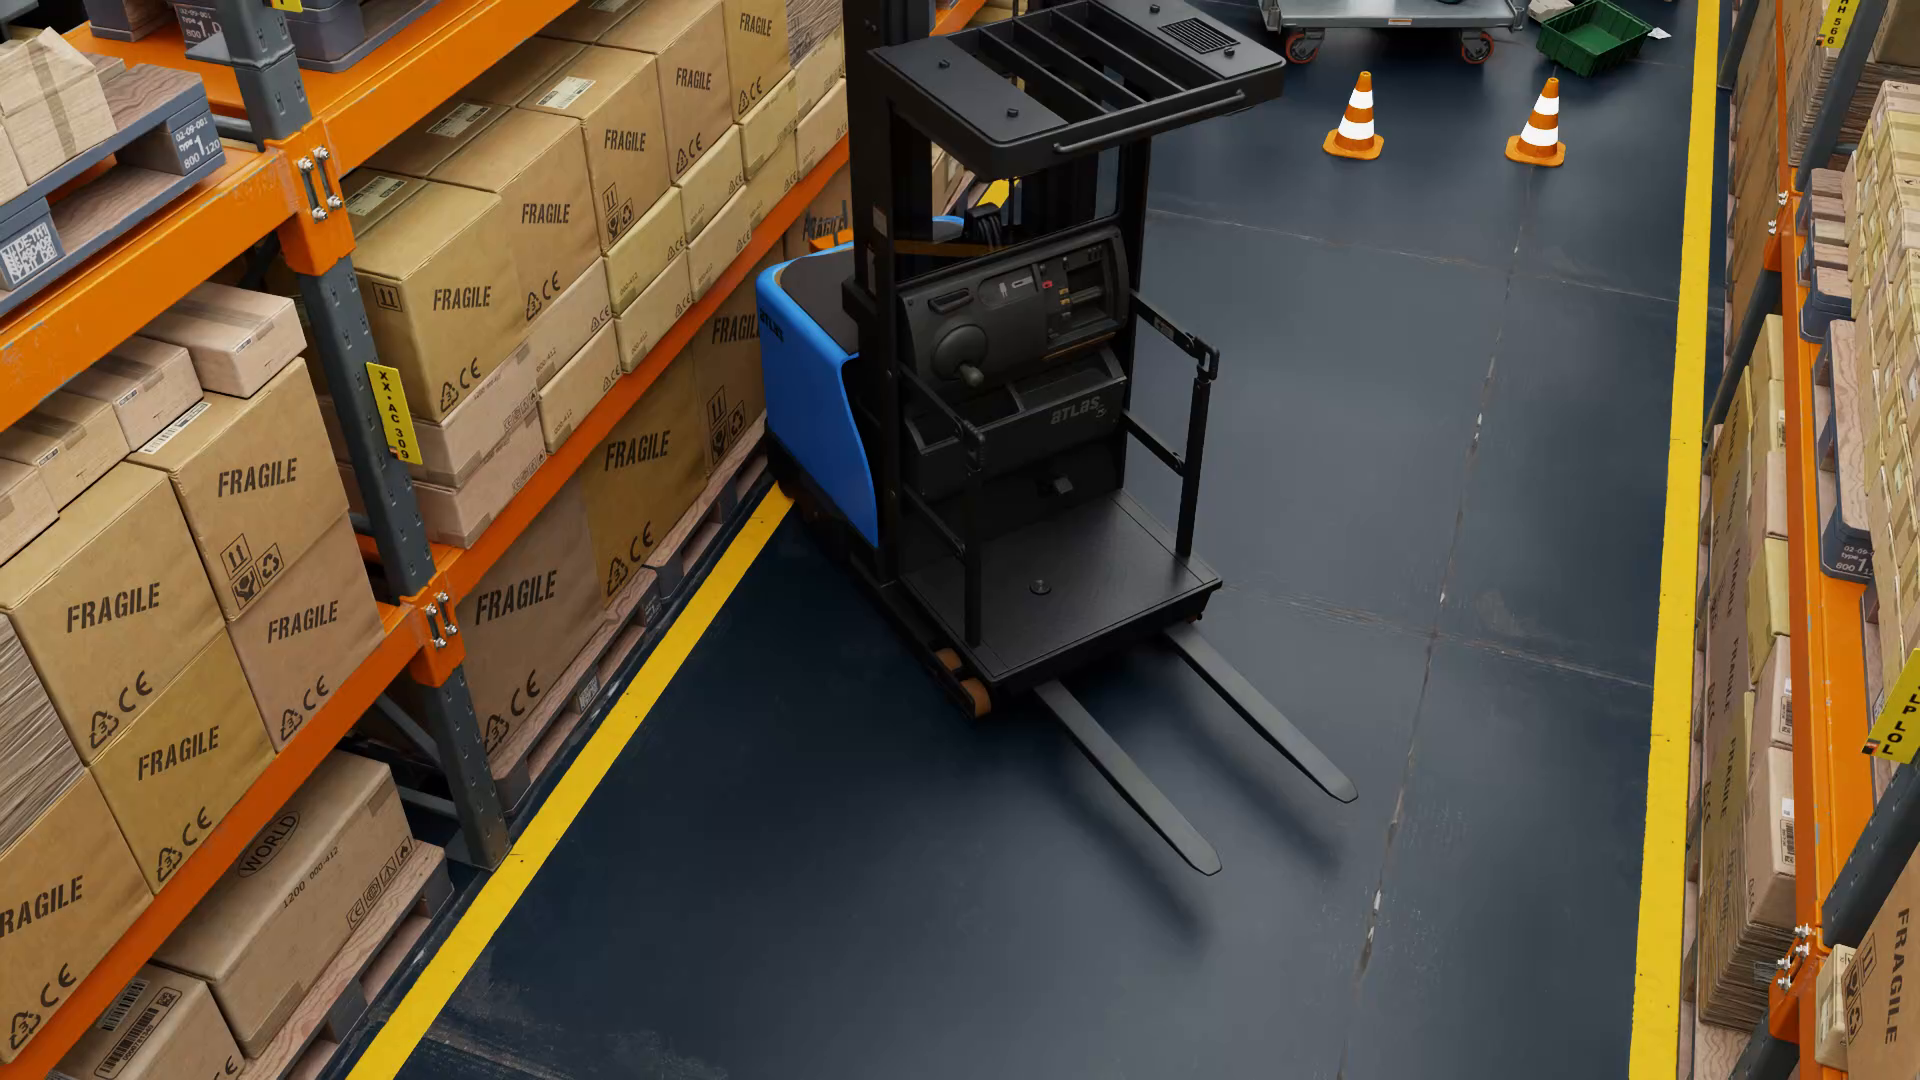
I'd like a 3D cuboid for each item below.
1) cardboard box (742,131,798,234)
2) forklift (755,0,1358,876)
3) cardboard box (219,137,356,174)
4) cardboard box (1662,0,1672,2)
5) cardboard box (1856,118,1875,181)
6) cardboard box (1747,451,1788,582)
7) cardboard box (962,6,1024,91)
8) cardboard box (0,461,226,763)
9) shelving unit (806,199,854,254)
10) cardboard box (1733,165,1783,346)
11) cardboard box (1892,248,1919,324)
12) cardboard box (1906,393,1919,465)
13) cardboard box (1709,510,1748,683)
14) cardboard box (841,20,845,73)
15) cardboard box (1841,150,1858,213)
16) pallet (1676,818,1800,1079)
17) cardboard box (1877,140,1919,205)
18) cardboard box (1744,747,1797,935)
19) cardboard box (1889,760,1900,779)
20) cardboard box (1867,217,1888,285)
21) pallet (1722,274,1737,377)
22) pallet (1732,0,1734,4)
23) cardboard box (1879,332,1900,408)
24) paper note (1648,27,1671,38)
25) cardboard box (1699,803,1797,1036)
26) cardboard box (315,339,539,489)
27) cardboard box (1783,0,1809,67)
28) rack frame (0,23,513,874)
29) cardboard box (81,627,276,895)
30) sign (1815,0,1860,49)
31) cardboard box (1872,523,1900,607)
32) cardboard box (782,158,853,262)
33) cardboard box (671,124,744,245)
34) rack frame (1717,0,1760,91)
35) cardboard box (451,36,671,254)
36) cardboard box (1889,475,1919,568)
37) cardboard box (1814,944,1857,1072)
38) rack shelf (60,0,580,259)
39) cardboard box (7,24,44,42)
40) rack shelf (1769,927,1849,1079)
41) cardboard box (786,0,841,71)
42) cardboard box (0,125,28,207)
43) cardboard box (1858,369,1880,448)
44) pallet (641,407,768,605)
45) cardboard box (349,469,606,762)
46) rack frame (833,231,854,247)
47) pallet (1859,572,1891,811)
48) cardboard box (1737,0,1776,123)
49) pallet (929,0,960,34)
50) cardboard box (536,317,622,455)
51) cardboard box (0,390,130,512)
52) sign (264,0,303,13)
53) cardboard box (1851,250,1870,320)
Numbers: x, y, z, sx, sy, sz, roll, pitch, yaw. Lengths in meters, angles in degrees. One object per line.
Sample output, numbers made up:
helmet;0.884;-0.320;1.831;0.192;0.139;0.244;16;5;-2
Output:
cardboard box;-1.000;-1.509;6.823;0.500;0.250;0.500;13;42;15
forklift;0.328;-0.768;5.891;1.130;2.935;3.031;-22;45;-23
cardboard box;-2.005;-1.175;5.468;0.500;0.500;0.500;14;42;16
cardboard box;4.896;-4.178;11.760;0.500;0.500;0.500;21;45;22
cardboard box;3.608;-1.441;6.268;0.380;0.149;0.250;15;43;17
cardboard box;3.144;-0.033;6.002;0.500;0.250;0.500;14;42;15
cardboard box;-0.012;-2.966;10.117;0.950;0.372;0.625;15;43;17
cardboard box;-2.175;0.127;3.942;0.500;0.500;0.500;13;42;14
shelving unit;-0.510;-1.008;7.611;0.215;1.050;0.252;-23;42;-24
cardboard box;4.255;-1.169;7.719;1.050;0.750;0.750;13;42;14
cardboard box;3.174;-0.763;5.245;0.380;0.149;0.250;15;43;16
cardboard box;2.906;-0.283;4.682;0.380;0.149;0.250;12;42;14
cardboard box;3.141;0.274;6.220;0.500;0.500;0.500;12;42;14
cardboard box;-0.651;-2.332;7.402;0.500;0.250;0.500;13;42;15
cardboard box;3.619;-1.350;6.391;0.380;0.149;0.250;13;42;14
pallet;2.859;1.512;5.315;1.003;0.211;1.213;13;42;15
cardboard box;3.444;-1.252;5.818;0.380;0.149;0.250;13;42;15
cardboard box;2.611;0.922;4.883;0.500;0.250;0.500;12;42;14
cardboard box;2.544;0.576;4.134;0.380;0.149;0.250;12;42;14
cardboard box;3.343;-0.957;5.702;0.380;0.149;0.250;13;42;15
pallet;4.302;-0.917;8.162;1.003;0.211;1.213;13;42;15
pallet;6.079;-4.085;11.876;1.003;0.211;1.213;13;42;15
cardboard box;3.080;-0.489;5.153;0.380;0.149;0.250;15;43;17
paper note;4.709;-3.435;11.252;0.147;0.020;0.142;-13;42;-15
cardboard box;2.610;1.210;5.123;0.500;0.500;0.500;13;42;14
cardboard box;-1.677;-0.450;5.197;0.500;0.250;0.500;12;42;14
cardboard box;4.206;-2.495;7.786;0.500;0.500;0.500;13;42;14
rack frame;-2.092;-0.111;5.069;1.000;3.000;0.127;13;42;15
cardboard box;-2.181;0.506;4.269;0.500;0.500;0.500;12;42;14
sign;3.439;-2.075;6.479;0.100;0.325;0.005;13;42;15
cardboard box;2.805;0.113;4.677;0.380;0.149;0.250;11;42;13
cardboard box;-1.039;-1.499;8.010;0.875;0.875;0.875;13;42;15
cardboard box;-1.156;-1.385;6.292;0.500;0.250;0.500;12;42;14
rack frame;5.330;-3.953;9.573;1.000;3.000;0.127;13;42;15
cardboard box;-1.350;-1.356;5.680;0.500;0.500;0.500;12;42;14
cardboard box;2.810;-0.017;4.600;0.380;0.149;0.250;12;42;14
cardboard box;2.190;1.122;3.818;0.380;0.149;0.250;15;43;17
rack shelf;-1.408;-2.198;5.759;1.077;0.370;4.000;13;42;15
cardboard box;-5.321;-2.748;9.263;0.380;0.149;0.250;11;42;13
rack shelf;1.910;2.420;2.657;1.077;0.370;4.000;13;42;15
cardboard box;-0.823;-2.281;6.765;0.500;0.500;0.500;14;42;16
cardboard box;-2.100;-0.732;3.279;0.380;0.149;0.250;14;43;16
cardboard box;3.077;-0.382;5.257;0.380;0.149;0.250;12;42;14
pallet;-1.484;-0.284;7.420;1.003;0.211;1.213;13;42;15
cardboard box;-1.955;0.142;6.086;0.875;0.875;0.875;15;43;16
rack frame;-0.443;-0.947;7.529;0.200;1.050;0.008;-23;42;-24
pallet;2.992;0.565;4.424;1.003;0.211;1.213;13;42;15
cardboard box;5.202;-2.859;9.699;1.050;0.750;0.750;13;42;15
pallet;-0.581;-2.936;8.528;1.213;0.211;1.003;13;42;15
cardboard box;-1.518;-0.580;5.734;0.500;0.250;0.500;12;42;14
cardboard box;-2.185;-0.231;3.862;0.380;0.149;0.250;13;42;15
sign;-1.570;-1.357;3.759;0.100;0.325;0.005;13;42;15
cardboard box;3.345;-0.856;5.813;0.380;0.149;0.250;15;43;17
